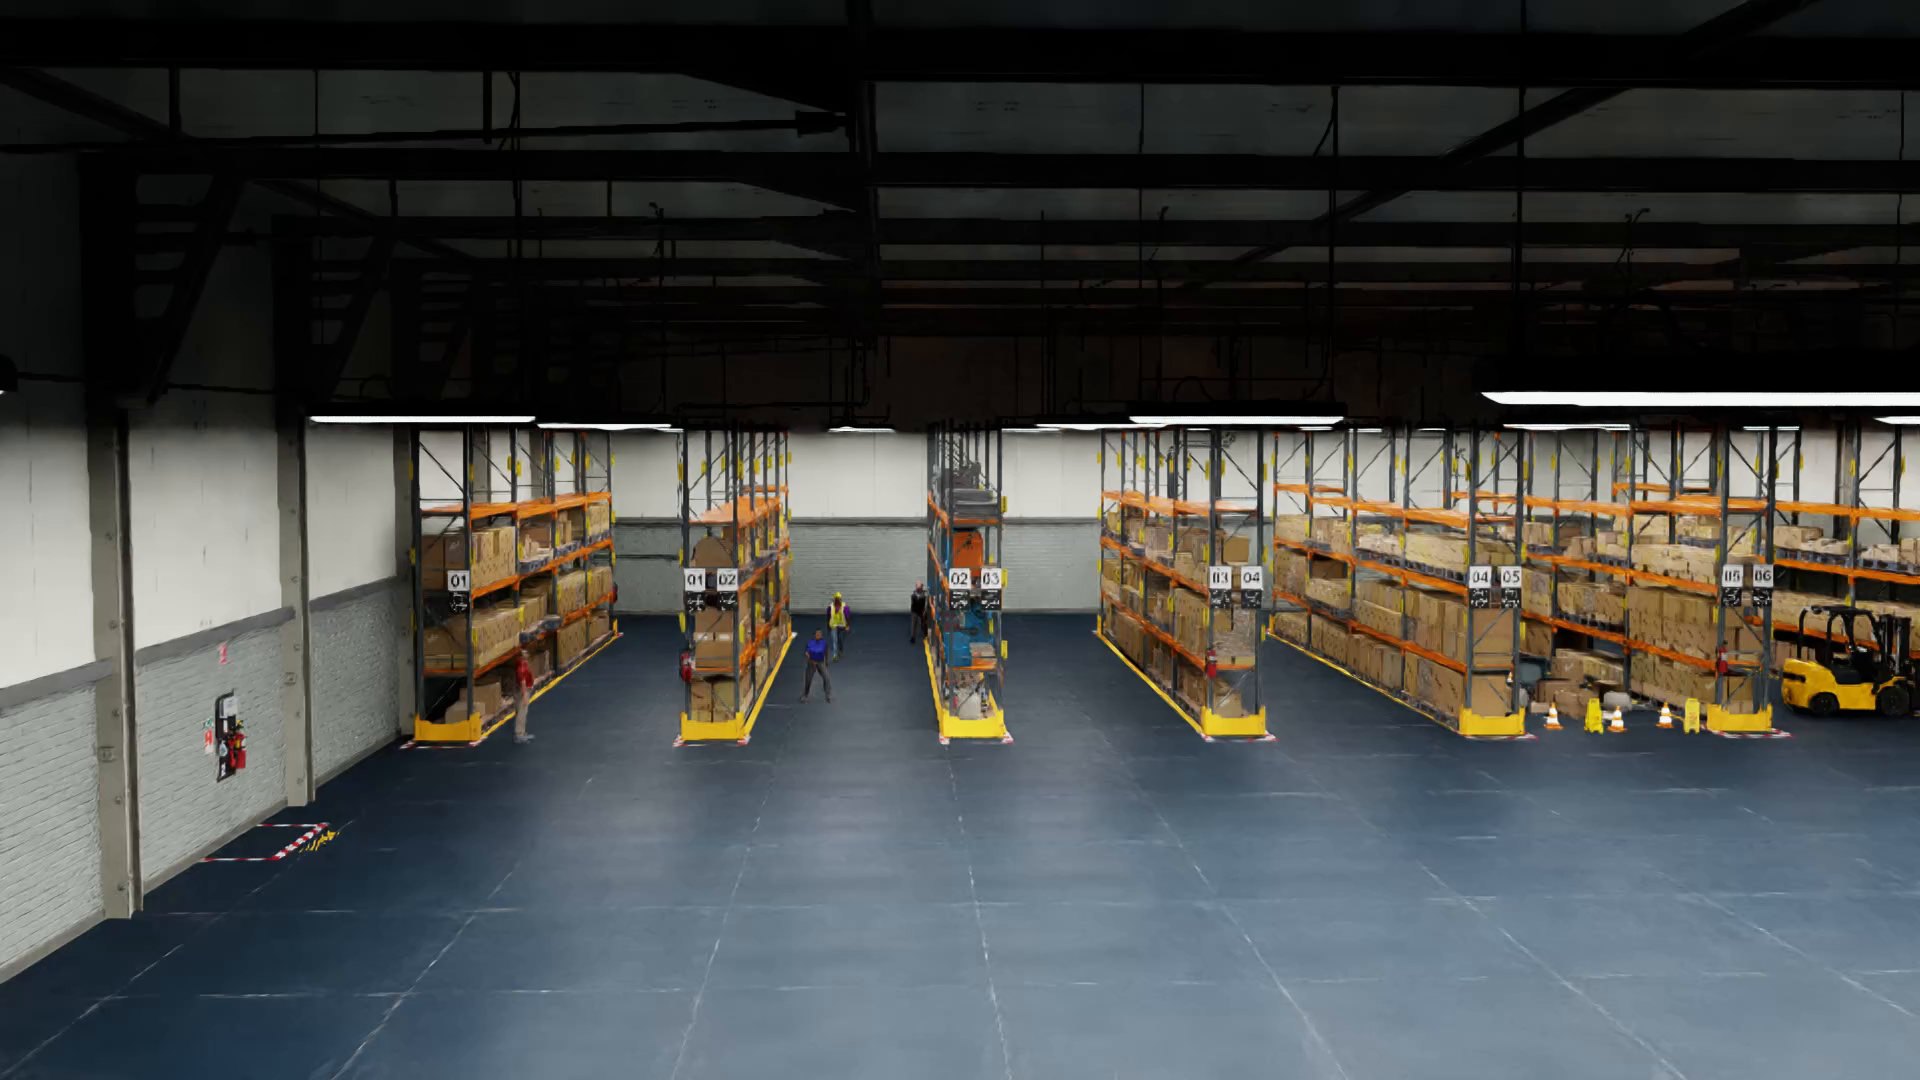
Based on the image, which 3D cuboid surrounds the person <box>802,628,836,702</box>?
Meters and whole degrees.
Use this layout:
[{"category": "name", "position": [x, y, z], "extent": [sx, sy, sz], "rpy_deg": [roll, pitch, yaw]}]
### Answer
[{"category": "person", "position": [-3.045, 2.645, 35.505], "extent": [0.621, 1.587, 0.822], "rpy_deg": [-1, 4, -19]}]

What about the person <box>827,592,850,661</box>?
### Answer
[{"category": "person", "position": [-3.071, 2.172, 42.114], "extent": [0.591, 1.716, 1.042], "rpy_deg": [0, 4, -4]}]

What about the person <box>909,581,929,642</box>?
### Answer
[{"category": "person", "position": [-1.107, 1.957, 45.727], "extent": [0.538, 1.664, 1.033], "rpy_deg": [0, 4, 7]}]

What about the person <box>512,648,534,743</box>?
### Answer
[{"category": "person", "position": [-8.103, 2.863, 30.879], "extent": [0.403, 1.732, 0.661], "rpy_deg": [-1, 4, -20]}]
